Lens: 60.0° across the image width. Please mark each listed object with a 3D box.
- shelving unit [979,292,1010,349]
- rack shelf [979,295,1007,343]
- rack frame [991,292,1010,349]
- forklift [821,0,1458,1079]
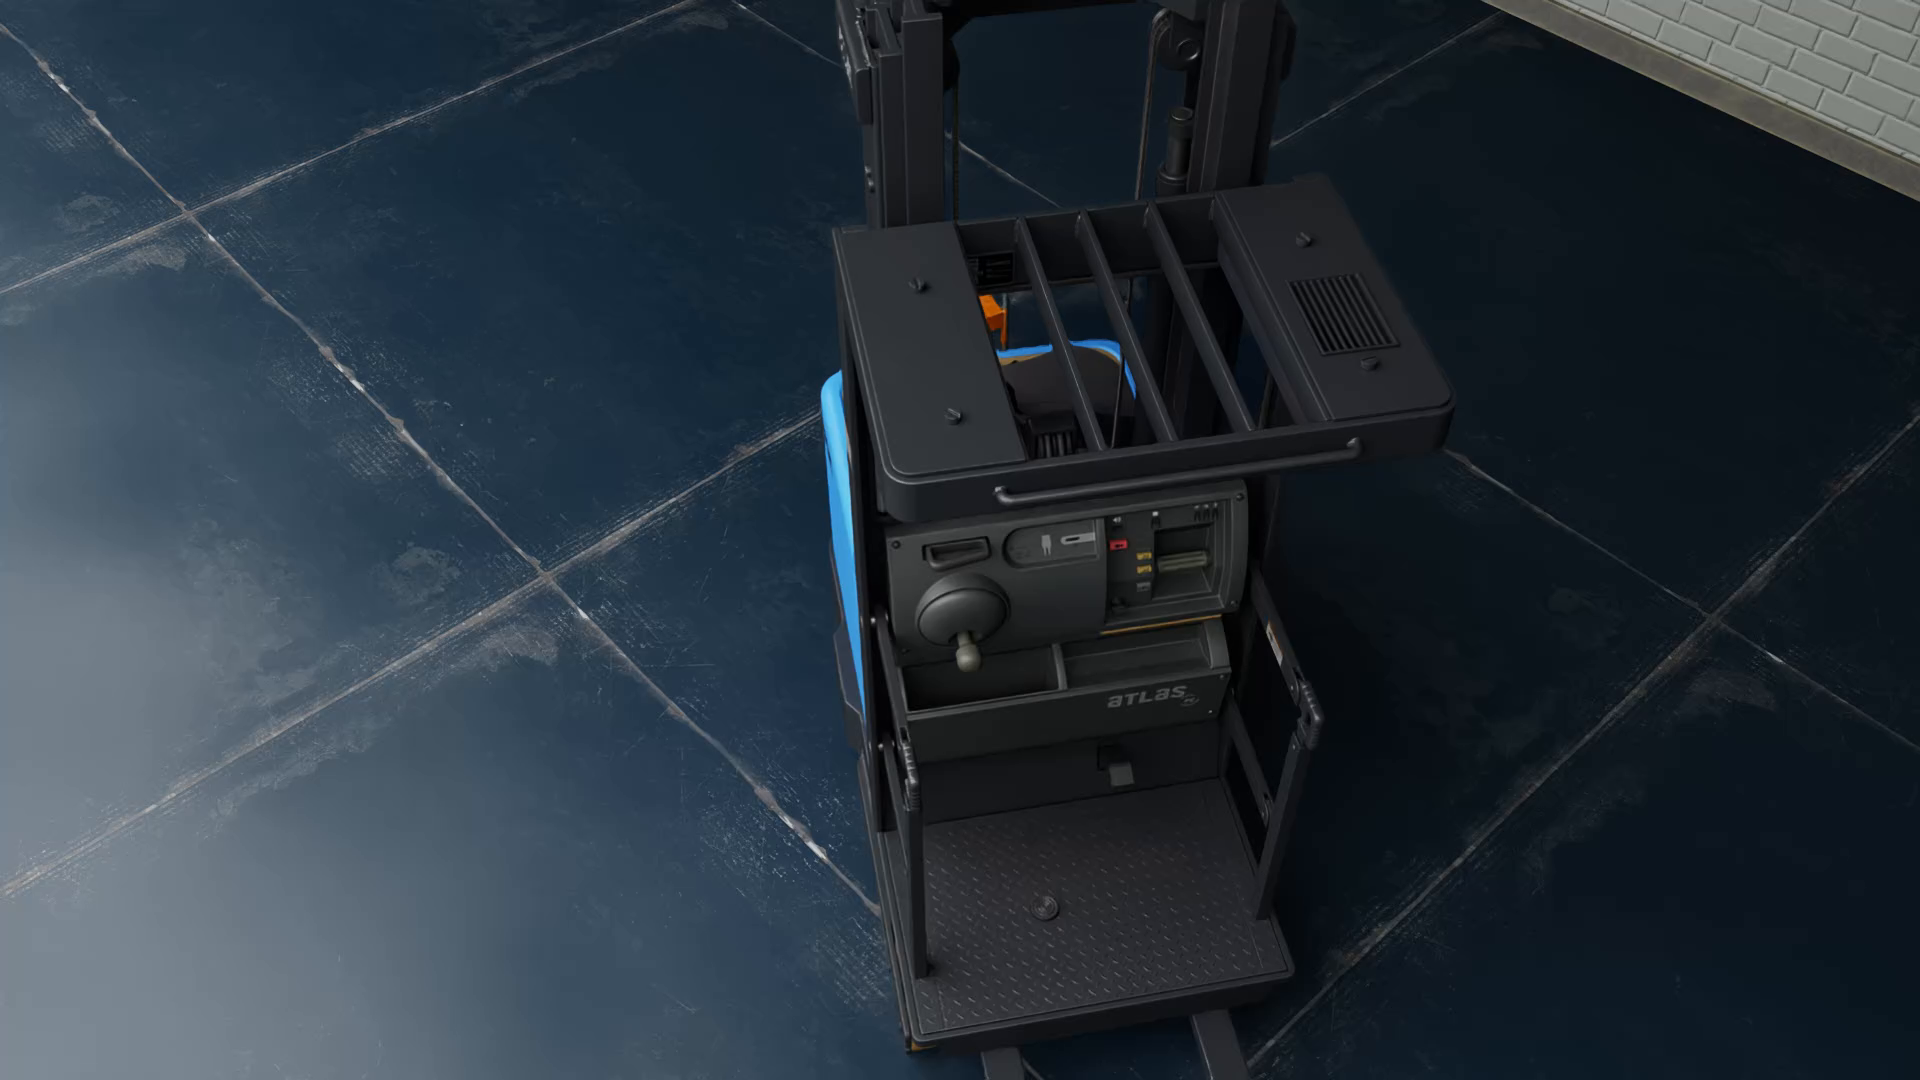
[{"bbox_3d":[-0.114,-0.450,5.849,0.503,1.200,0.258,-21,51,-18],"label":"shelving unit"},{"bbox_3d":[-0.114,-0.716,5.560,0.480,0.148,0.258,-21,51,-18],"label":"rack shelf"},{"bbox_3d":[0.103,-0.533,5.925,0.015,1.200,0.240,-21,51,-18],"label":"rack frame"},{"bbox_3d":[0.321,0.193,4.077,1.130,2.935,3.031,-8,48,-7],"label":"forklift"}]
